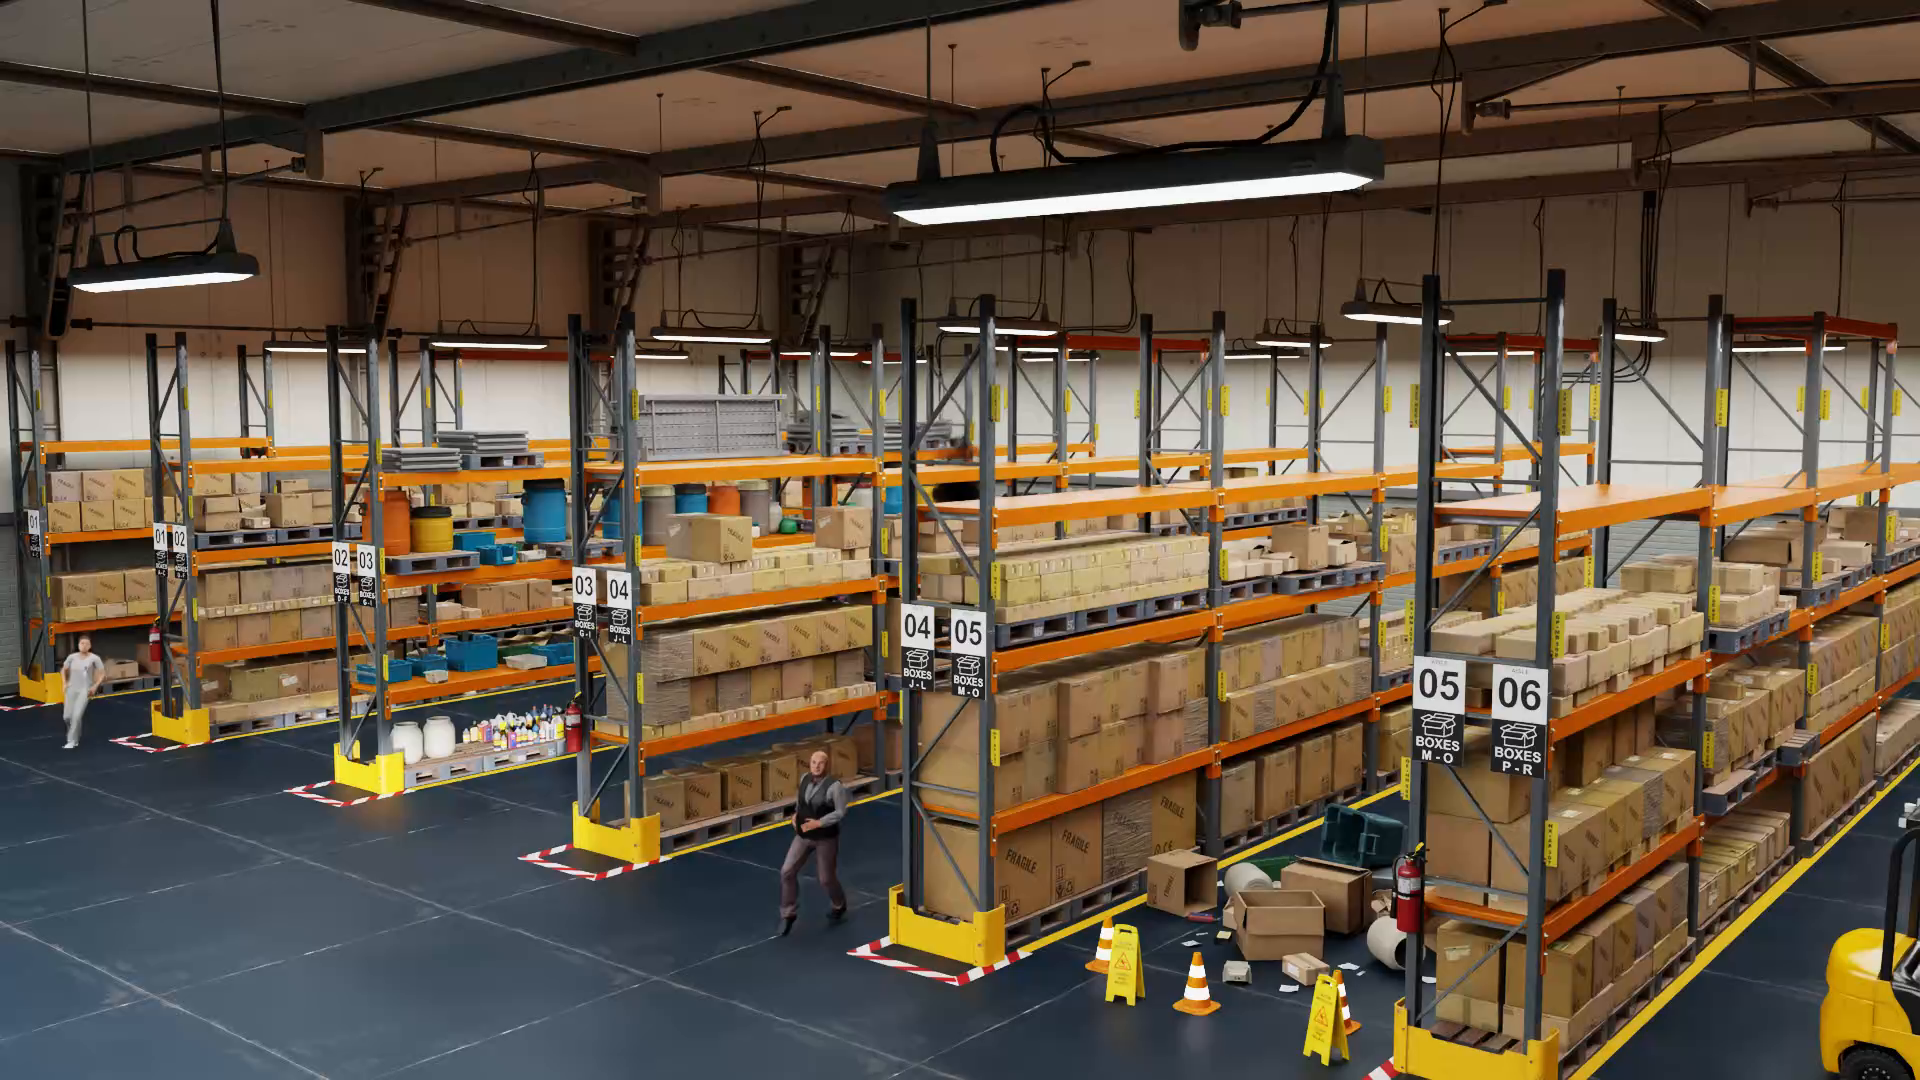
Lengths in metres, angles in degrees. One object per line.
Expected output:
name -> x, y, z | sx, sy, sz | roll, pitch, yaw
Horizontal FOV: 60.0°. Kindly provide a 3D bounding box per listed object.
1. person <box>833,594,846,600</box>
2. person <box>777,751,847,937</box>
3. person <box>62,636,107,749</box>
person -> -2.313, 1.390, 32.610 | 0.576, 1.639, 0.893 | 3, 6, 31
person -> -1.363, 2.888, 15.935 | 0.656, 1.761, 0.790 | 3, 6, 30
person -> -12.738, 2.185, 24.190 | 0.618, 1.616, 0.578 | -1, 5, -14
